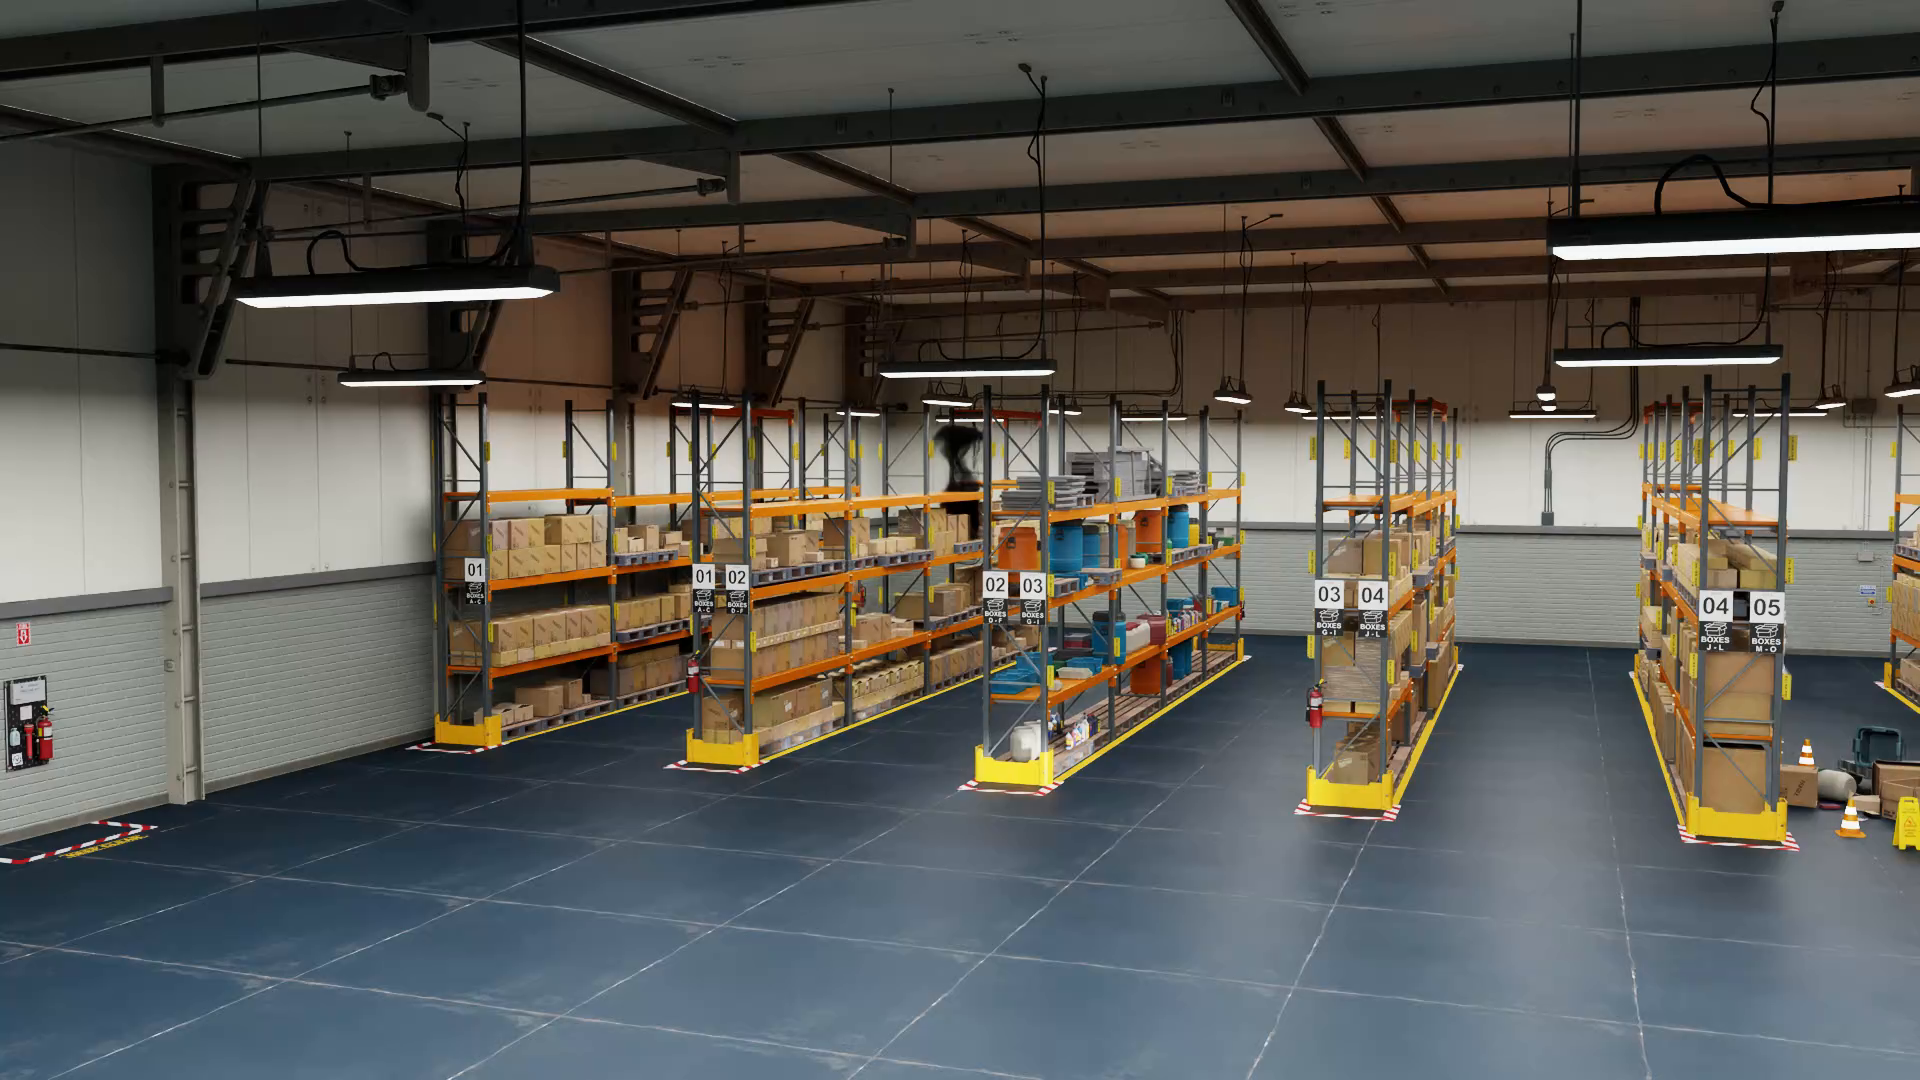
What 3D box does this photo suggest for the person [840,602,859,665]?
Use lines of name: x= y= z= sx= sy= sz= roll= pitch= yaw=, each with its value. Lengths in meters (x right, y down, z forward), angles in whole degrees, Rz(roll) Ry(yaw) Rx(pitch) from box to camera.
person: x=-2.284 y=2.228 z=35.382 sx=0.683 sy=1.819 sz=0.775 roll=1 pitch=3 yaw=15

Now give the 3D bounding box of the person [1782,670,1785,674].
person: x=17.145 y=2.225 z=35.320 sx=0.667 sy=1.761 sz=1.133 roll=0 pitch=3 yaw=-6
